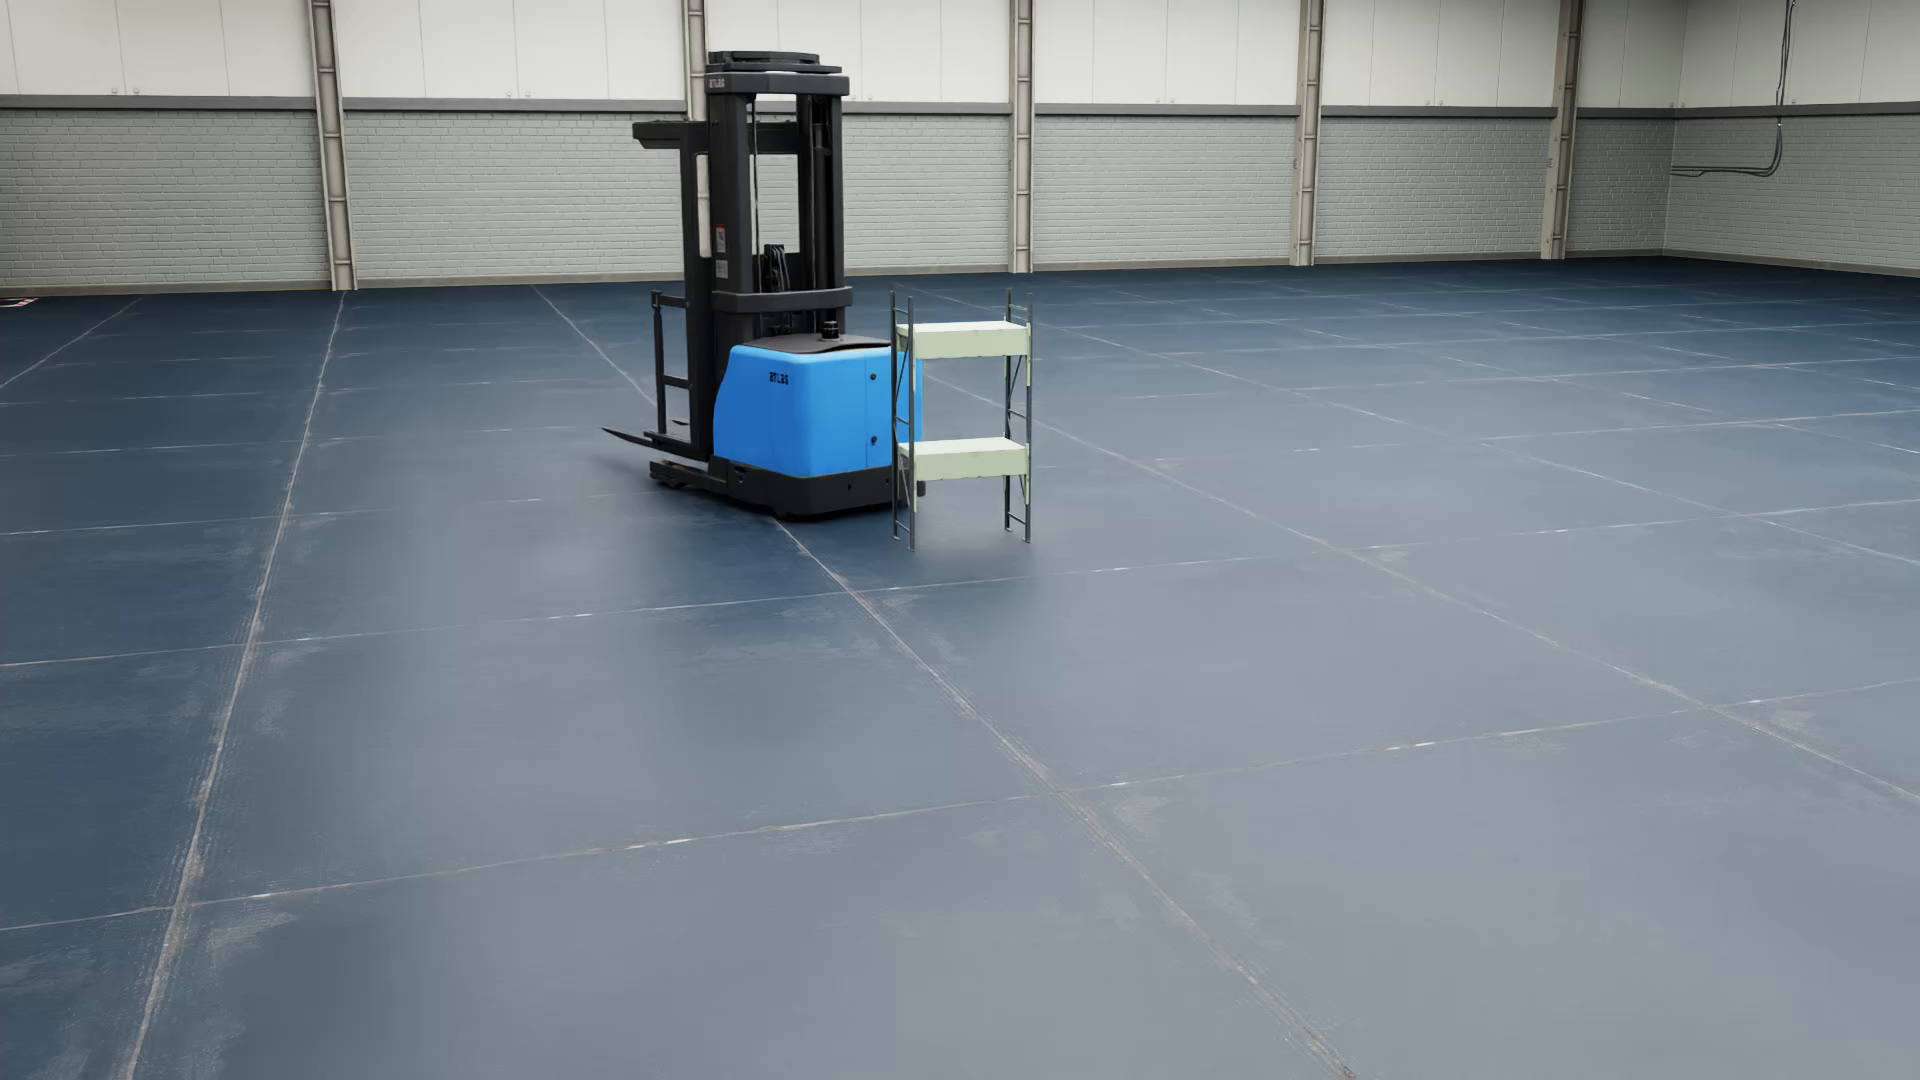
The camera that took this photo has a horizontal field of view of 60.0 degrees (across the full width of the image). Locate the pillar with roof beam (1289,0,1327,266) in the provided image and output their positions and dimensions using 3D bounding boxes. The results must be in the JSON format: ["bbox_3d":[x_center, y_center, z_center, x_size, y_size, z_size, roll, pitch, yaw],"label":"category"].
[{"bbox_3d":[8.198,-8.935,28.258,0.400,9.000,9.100,-4,14,-18],"label":"pillar with roof beam"}]

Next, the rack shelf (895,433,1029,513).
[{"bbox_3d":[0.006,-0.413,10.047,0.720,0.370,0.431,-4,14,-18],"label":"rack shelf"}]

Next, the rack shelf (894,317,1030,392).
[{"bbox_3d":[0.006,-1.110,9.881,0.720,0.370,0.431,-4,14,-18],"label":"rack shelf"}]

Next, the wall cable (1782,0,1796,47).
[{"bbox_3d":[16.588,-10.602,31.064,0.112,2.526,3.097,-4,14,-18],"label":"wall cable"}]

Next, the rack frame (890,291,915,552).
[{"bbox_3d":[-0.341,-0.703,9.858,0.023,1.500,0.400,-4,14,-18],"label":"rack frame"}]

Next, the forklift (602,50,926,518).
[{"bbox_3d":[-1.549,-1.852,11.594,1.130,2.935,3.031,-11,17,-38],"label":"forklift"}]

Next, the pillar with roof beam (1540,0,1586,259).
[{"bbox_3d":[13.884,-9.377,30.120,0.400,9.000,9.100,-4,14,-18],"label":"pillar with roof beam"}]

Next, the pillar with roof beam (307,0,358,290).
[{"bbox_3d":[-8.862,-7.606,22.673,0.400,9.000,9.100,-4,14,-18],"label":"pillar with roof beam"}]

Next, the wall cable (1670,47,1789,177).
[{"bbox_3d":[15.725,-8.738,34.143,0.112,2.526,3.097,-4,14,-18],"label":"wall cable"}]

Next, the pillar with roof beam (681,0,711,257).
[{"bbox_3d":[-3.176,-8.049,24.535,0.400,9.000,9.100,-4,14,-18],"label":"pillar with roof beam"}]

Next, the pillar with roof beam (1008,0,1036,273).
[{"bbox_3d":[2.511,-8.492,26.396,0.400,9.000,9.100,-4,14,-18],"label":"pillar with roof beam"}]

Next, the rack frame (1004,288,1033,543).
[{"bbox_3d":[0.353,-0.757,10.085,0.023,1.500,0.400,-4,14,-18],"label":"rack frame"}]

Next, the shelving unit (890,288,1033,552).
[{"bbox_3d":[0.006,-0.730,9.971,0.755,1.500,0.431,-4,14,-18],"label":"shelving unit"}]
